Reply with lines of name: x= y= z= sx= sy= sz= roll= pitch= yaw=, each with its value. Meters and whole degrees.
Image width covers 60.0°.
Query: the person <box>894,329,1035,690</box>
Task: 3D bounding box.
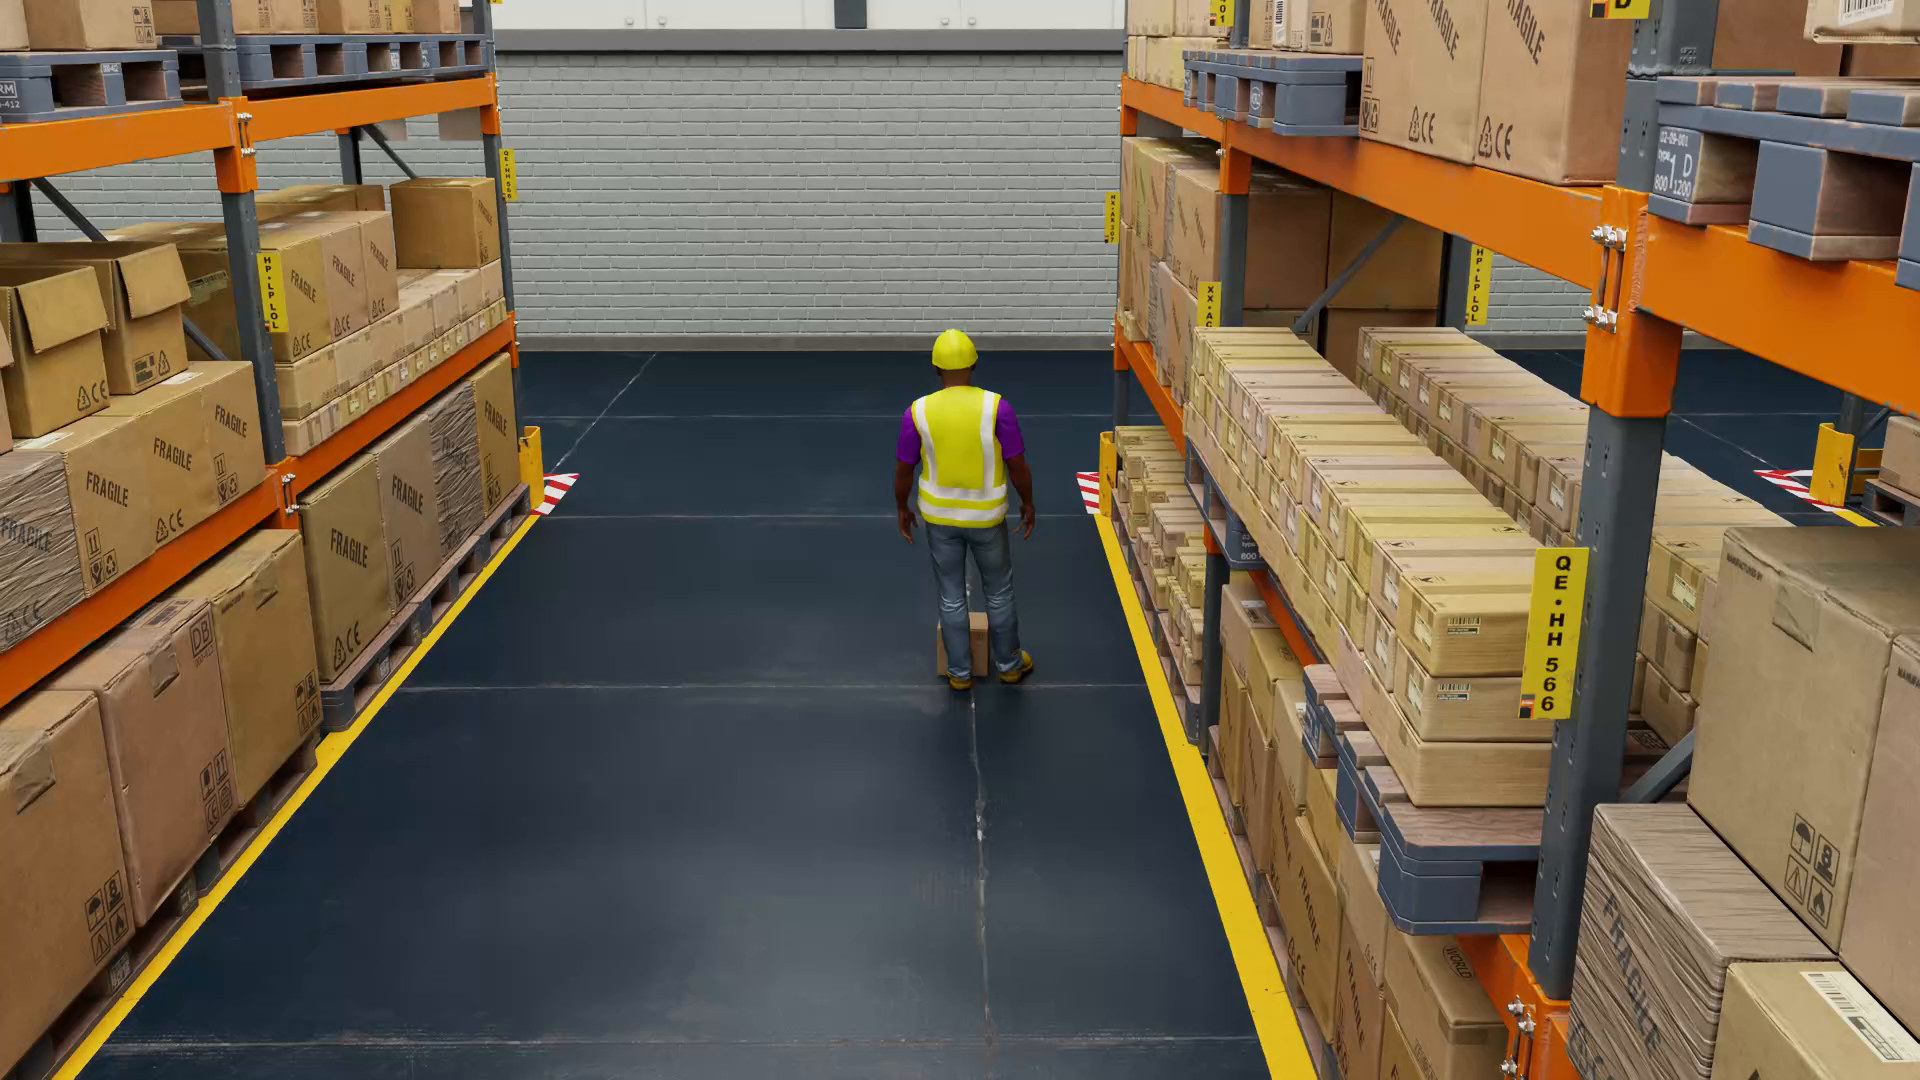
person: x=0.031 y=-0.150 z=7.963 sx=0.665 sy=1.767 sz=0.576 roll=2 pitch=17 yaw=6
